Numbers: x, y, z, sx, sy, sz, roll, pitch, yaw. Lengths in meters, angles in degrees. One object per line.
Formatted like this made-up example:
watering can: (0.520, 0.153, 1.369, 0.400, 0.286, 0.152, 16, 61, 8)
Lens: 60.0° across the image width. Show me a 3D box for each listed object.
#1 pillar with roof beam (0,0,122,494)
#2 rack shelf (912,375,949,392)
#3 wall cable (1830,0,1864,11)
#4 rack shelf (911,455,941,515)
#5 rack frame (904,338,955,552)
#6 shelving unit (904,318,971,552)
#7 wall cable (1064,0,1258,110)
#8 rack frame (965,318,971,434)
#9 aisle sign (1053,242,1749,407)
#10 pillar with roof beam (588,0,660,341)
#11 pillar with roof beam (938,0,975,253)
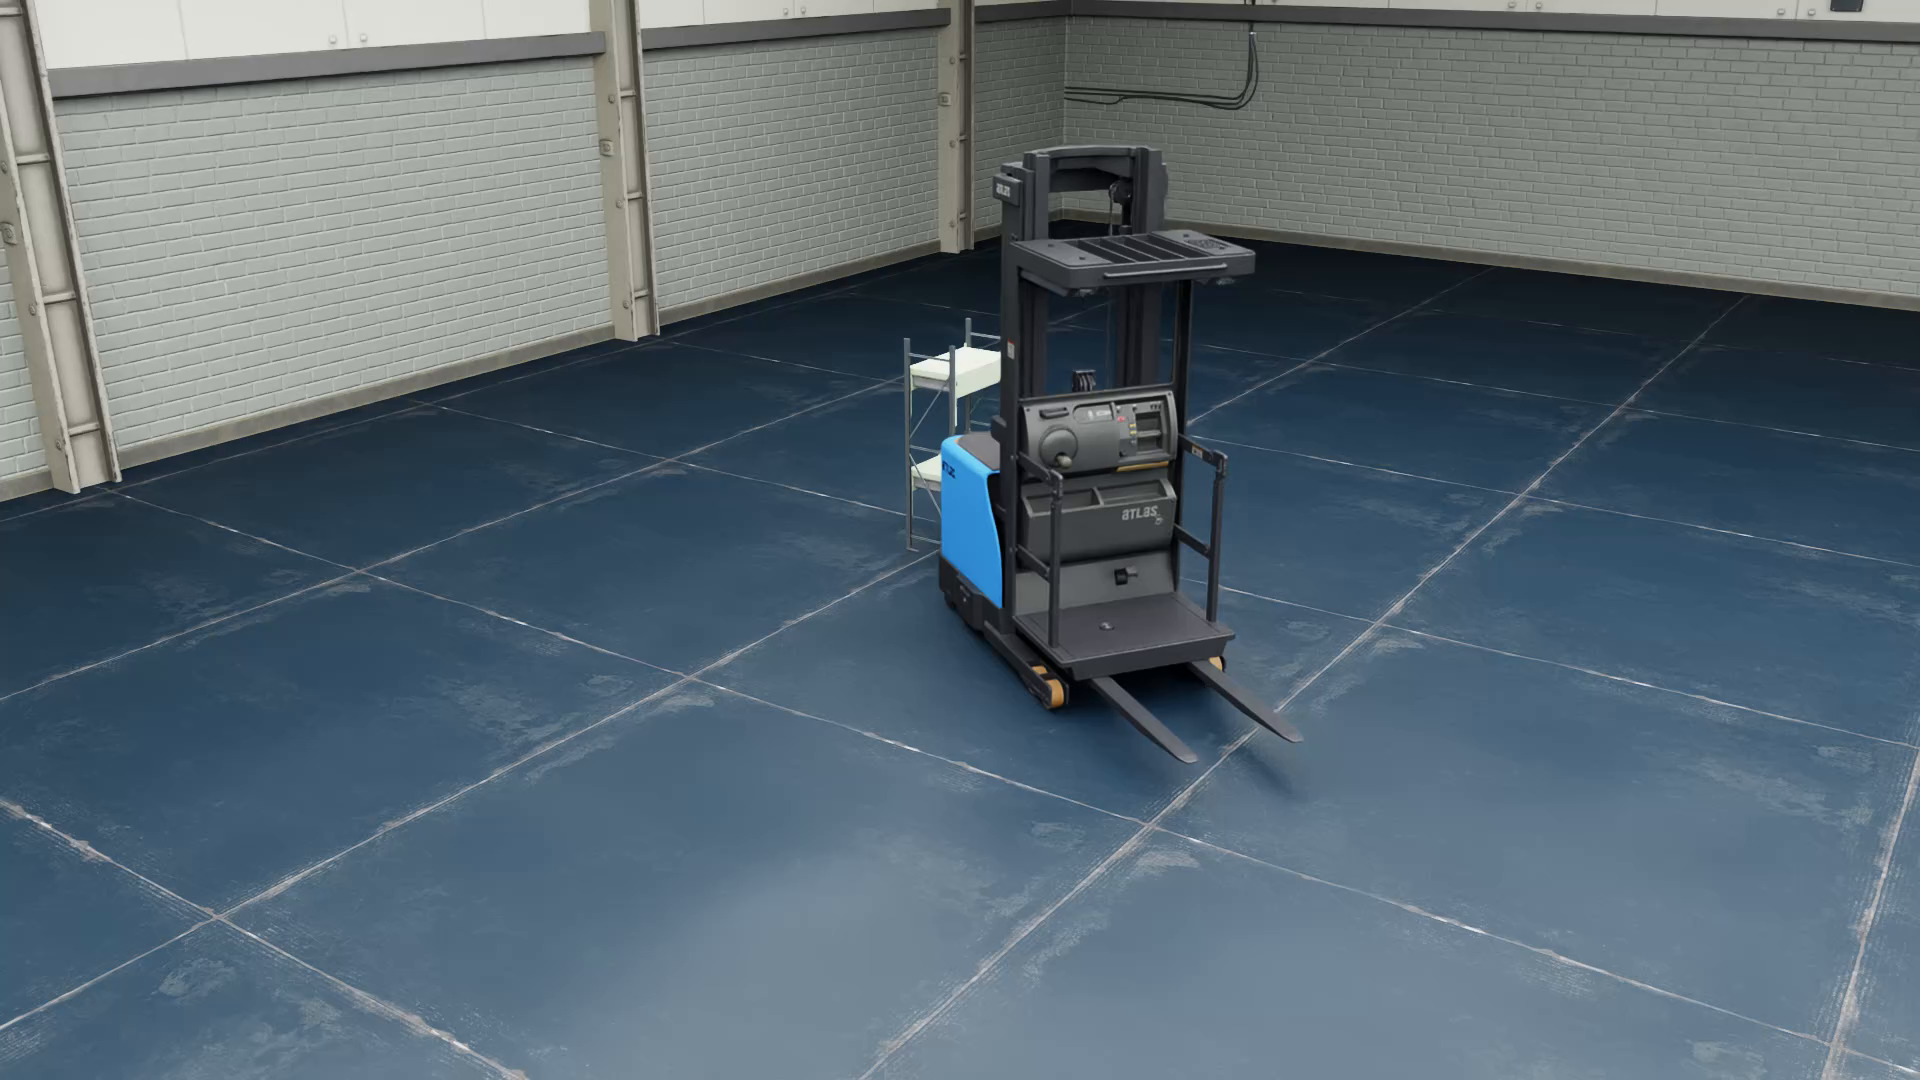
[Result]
pillar with roof beam: (-3.234, -3.819, 9.119, 9.100, 9.000, 0.400, 13, 24, 32)
rack shelf: (0.004, -1.138, 11.350, 0.332, 0.071, 0.664, 13, 24, 32)
wall cable: (10.544, -8.428, 16.677, 2.305, 6.003, 0.169, 13, 24, 32)
rack shelf: (-8.277, 3.931, 0.261, 6.000, 0.609, 30.141, 13, 24, 32)
rack frame: (-0.202, -0.600, 11.226, 0.400, 1.500, 0.023, 13, 24, 32)
shelving unit: (-8.272, 3.510, 0.113, 6.000, 1.500, 30.159, 13, 24, 32)
wall cable: (2.701, -7.233, 22.823, 3.097, 2.526, 0.112, 13, 24, 32)
rack frame: (0.209, -0.810, 11.794, 0.400, 1.500, 0.023, 13, 24, 32)
aisle sign: (5.174, -2.650, 18.928, 6.000, 0.001, 6.000, 13, 24, 32)
pillar with roof beam: (0.139, -5.541, 13.773, 9.100, 9.000, 0.400, 13, 24, 32)
pillar with roof beam: (0.782, -1.637, 3.148, 22.890, 9.050, 30.400, 13, 24, 32)
